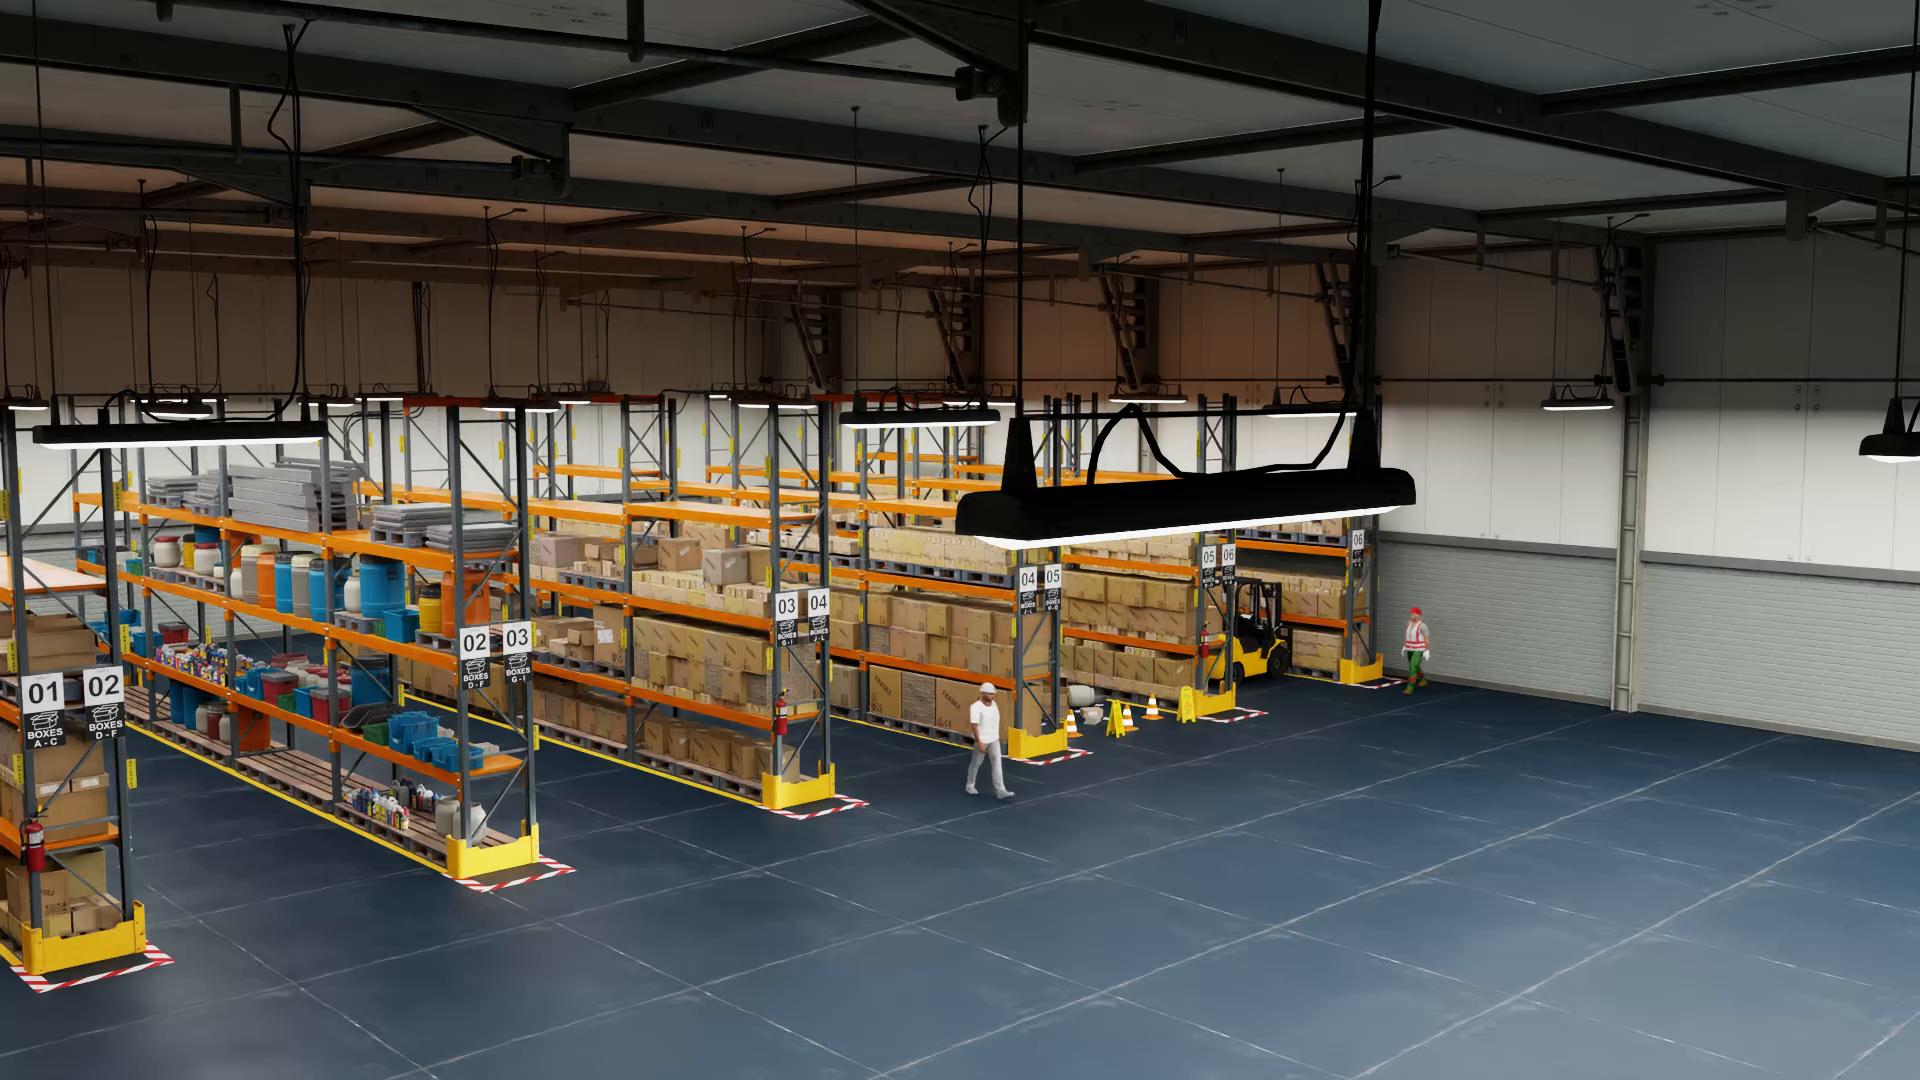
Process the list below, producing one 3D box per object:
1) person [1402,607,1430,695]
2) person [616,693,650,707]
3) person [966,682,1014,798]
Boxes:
[{"bbox_3d":[9.209,2.218,33.545,1.075,1.748,0.550,-5,7,-42],"label":"person"},{"bbox_3d":[-6.172,2.506,31.486,0.893,1.528,0.374,4,7,36],"label":"person"},{"bbox_3d":[0.433,3.029,25.139,0.603,1.742,0.904,-4,7,-38],"label":"person"}]
